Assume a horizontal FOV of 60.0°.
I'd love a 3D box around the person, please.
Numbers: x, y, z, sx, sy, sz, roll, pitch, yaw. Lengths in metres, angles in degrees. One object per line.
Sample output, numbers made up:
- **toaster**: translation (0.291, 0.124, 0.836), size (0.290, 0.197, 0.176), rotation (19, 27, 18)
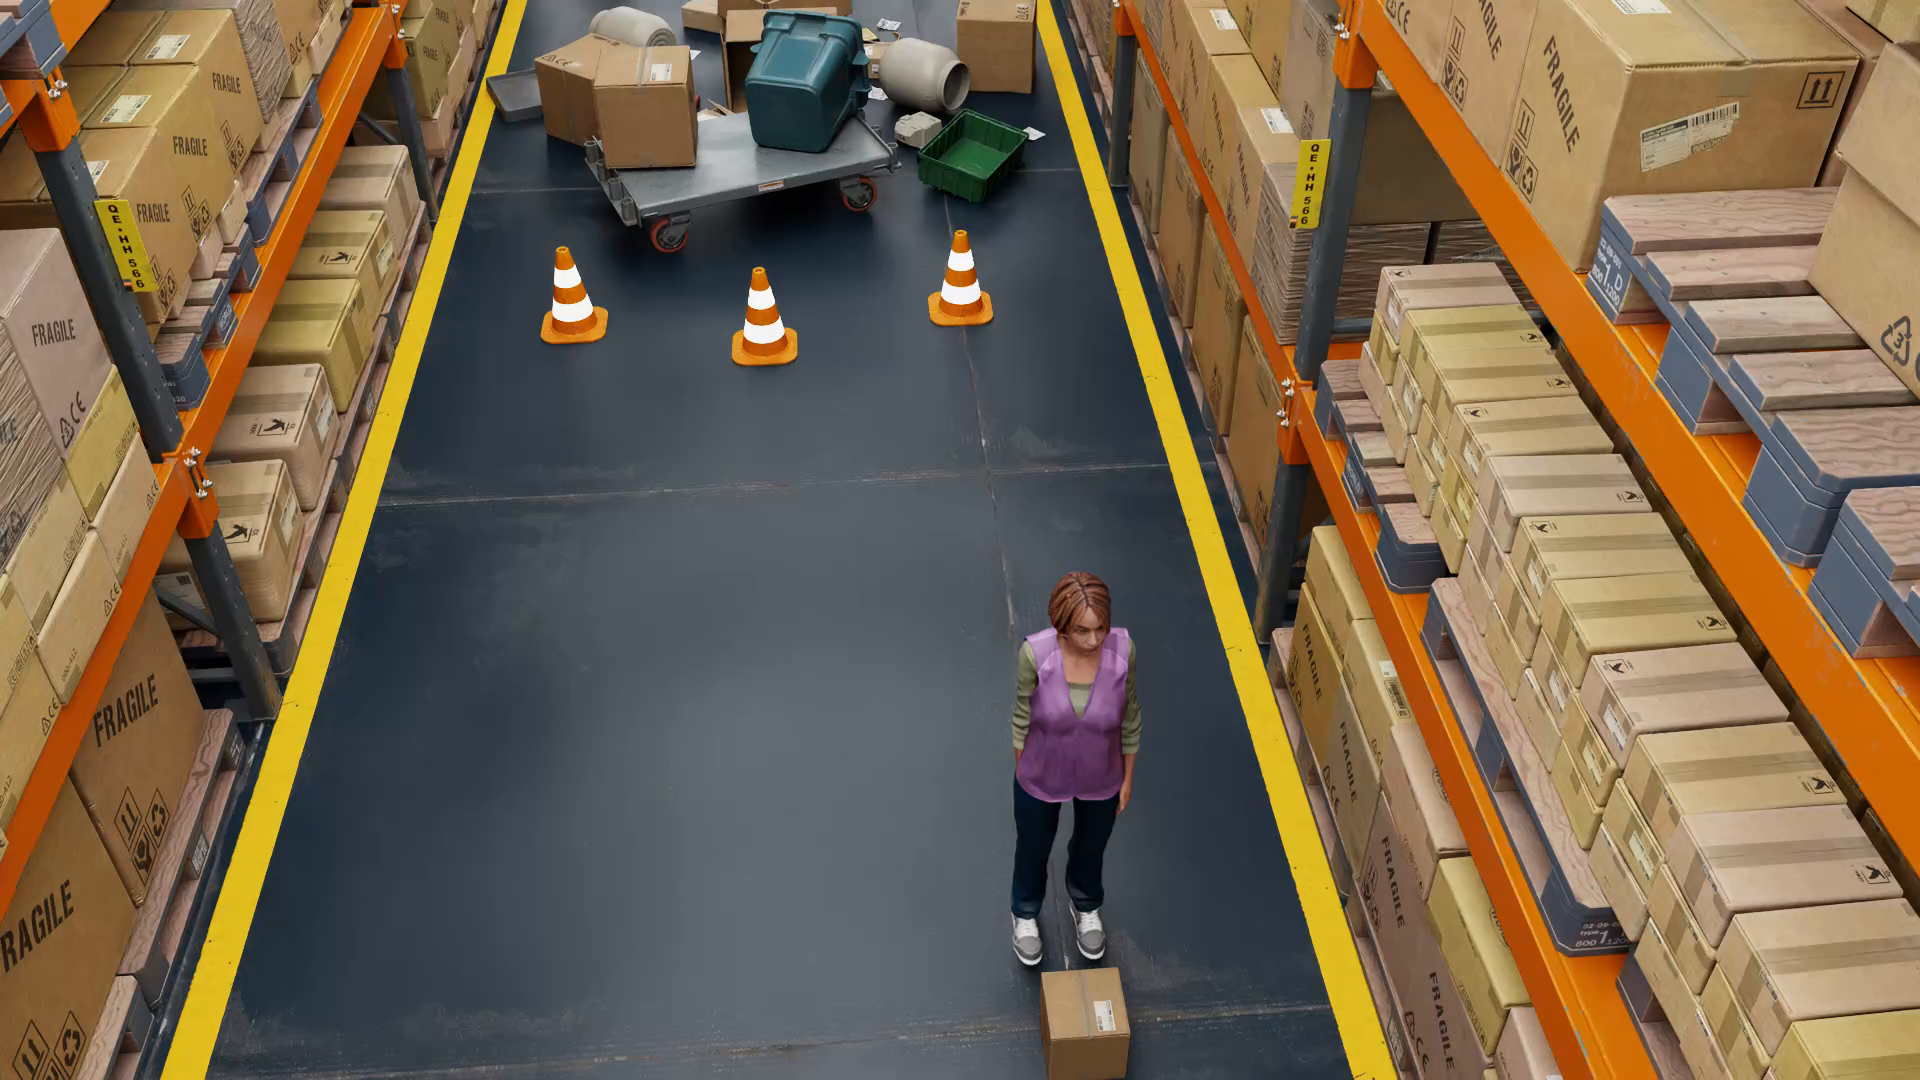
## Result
- **person**: translation (0.362, 0.742, 5.268), size (0.404, 1.604, 0.303), rotation (-3, 40, -3)
